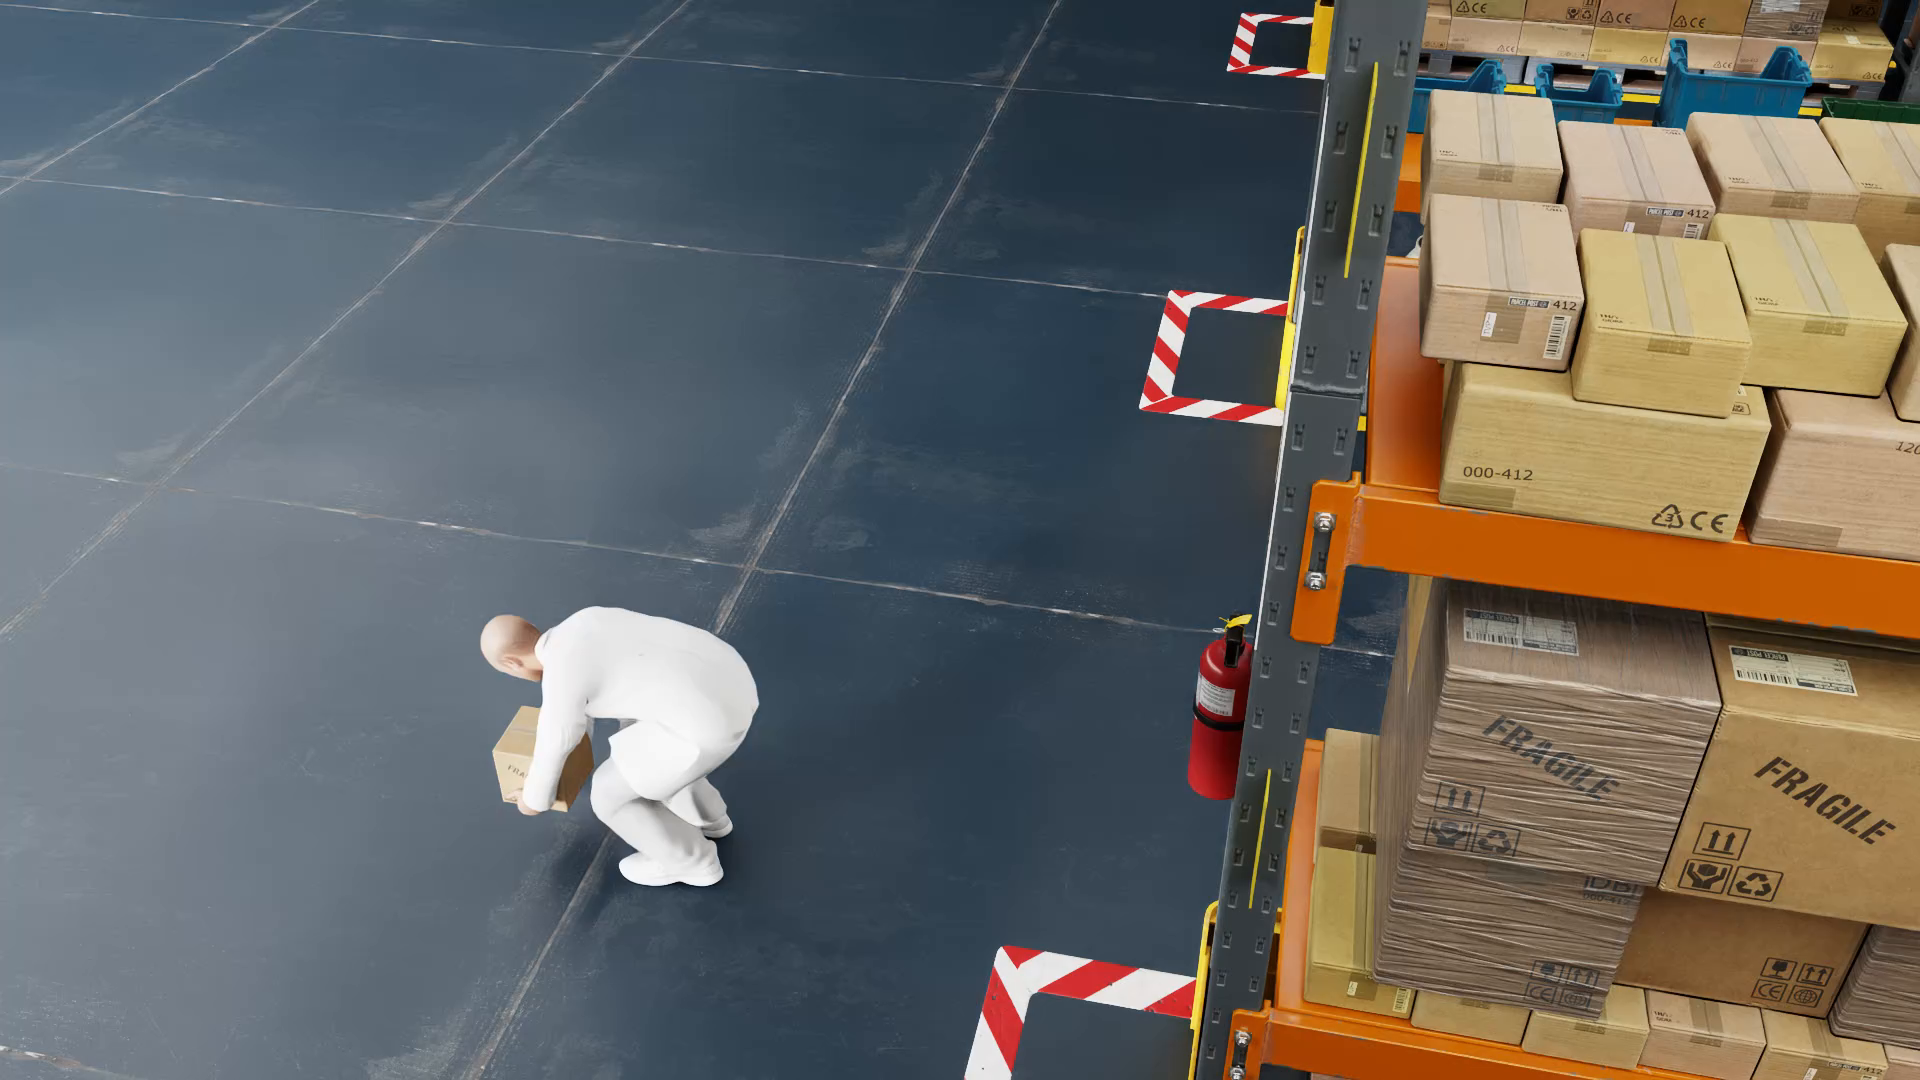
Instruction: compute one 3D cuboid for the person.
[{"bbox_3d":[-1.159,0.715,5.842,0.939,0.997,0.591,6,37,8],"label":"person"}]
